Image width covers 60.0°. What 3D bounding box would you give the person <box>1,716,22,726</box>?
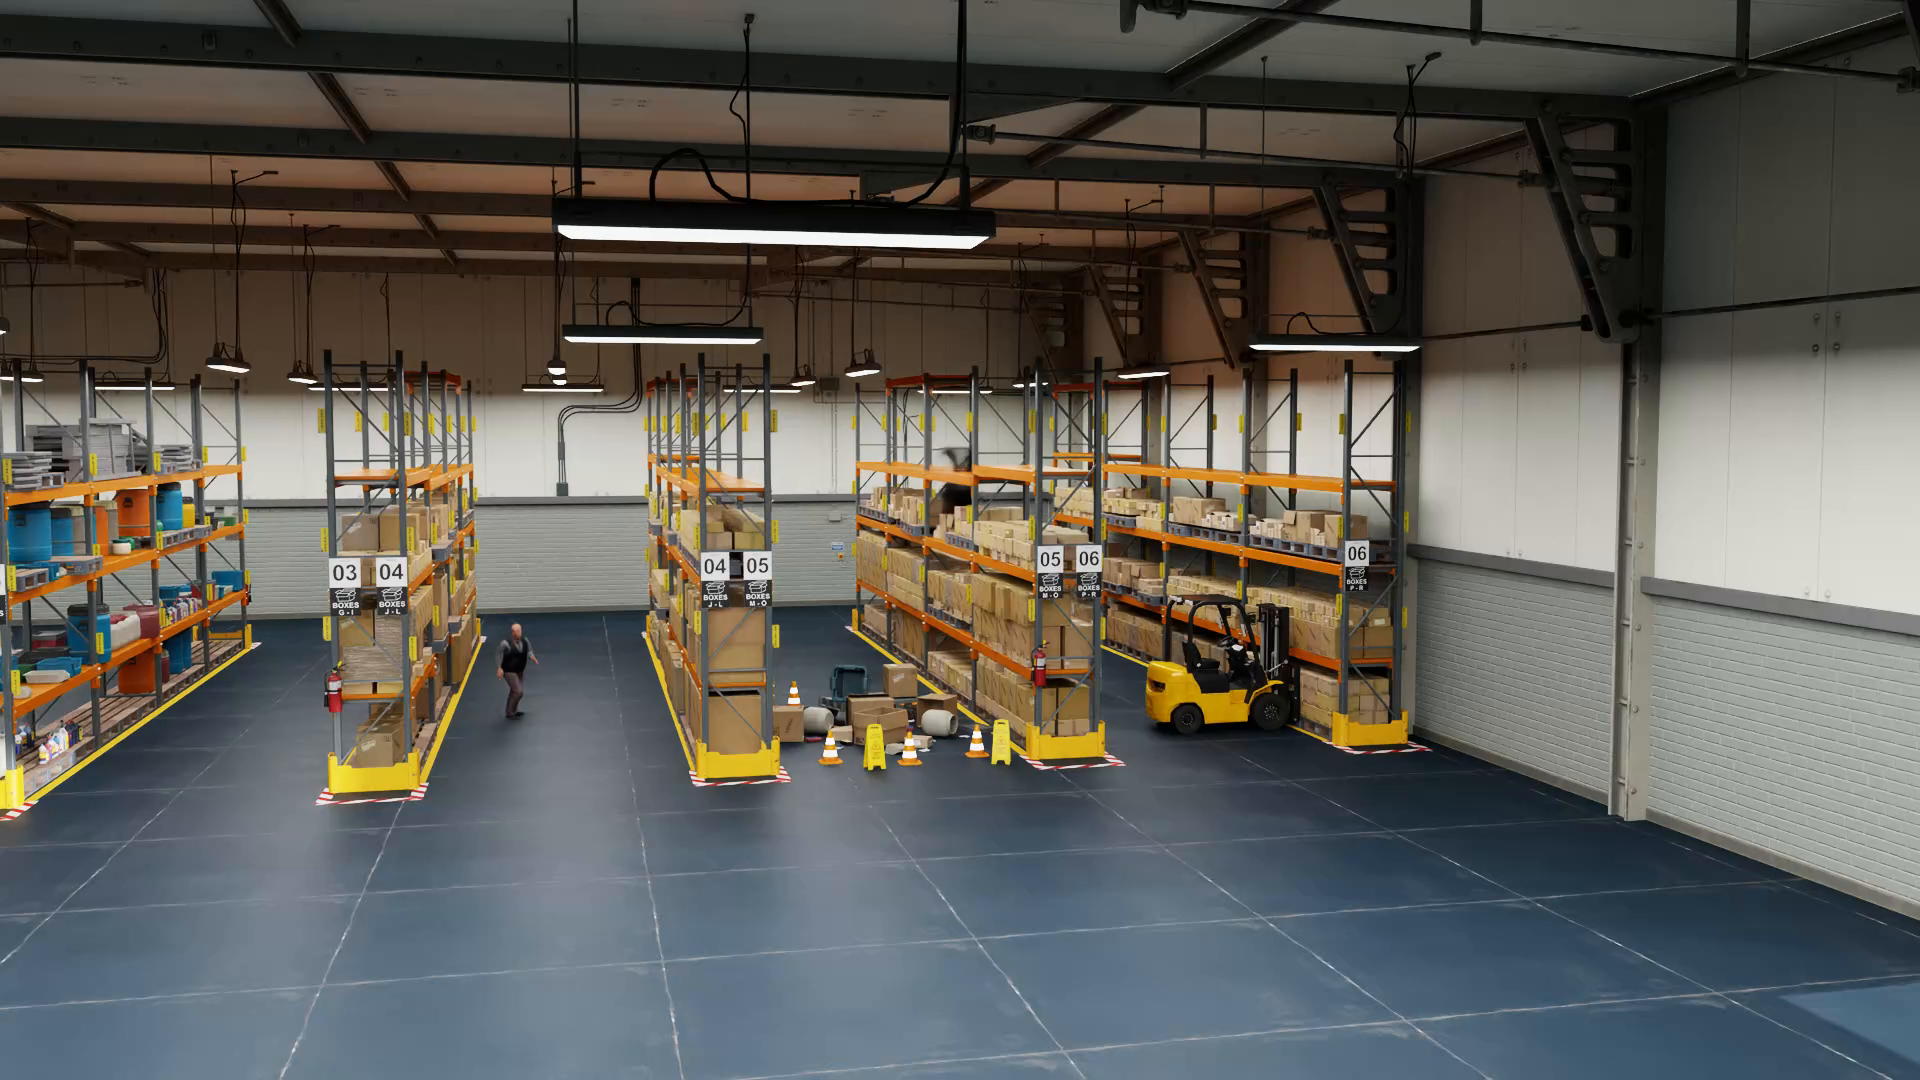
[{"bbox_3d":[-15.054,2.333,25.978,0.748,1.716,0.889,-2,4,-27],"label":"person"}]

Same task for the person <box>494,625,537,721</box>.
[{"bbox_3d":[-7.506,2.248,28.179,0.855,1.679,0.656,2,4,27],"label":"person"}]
